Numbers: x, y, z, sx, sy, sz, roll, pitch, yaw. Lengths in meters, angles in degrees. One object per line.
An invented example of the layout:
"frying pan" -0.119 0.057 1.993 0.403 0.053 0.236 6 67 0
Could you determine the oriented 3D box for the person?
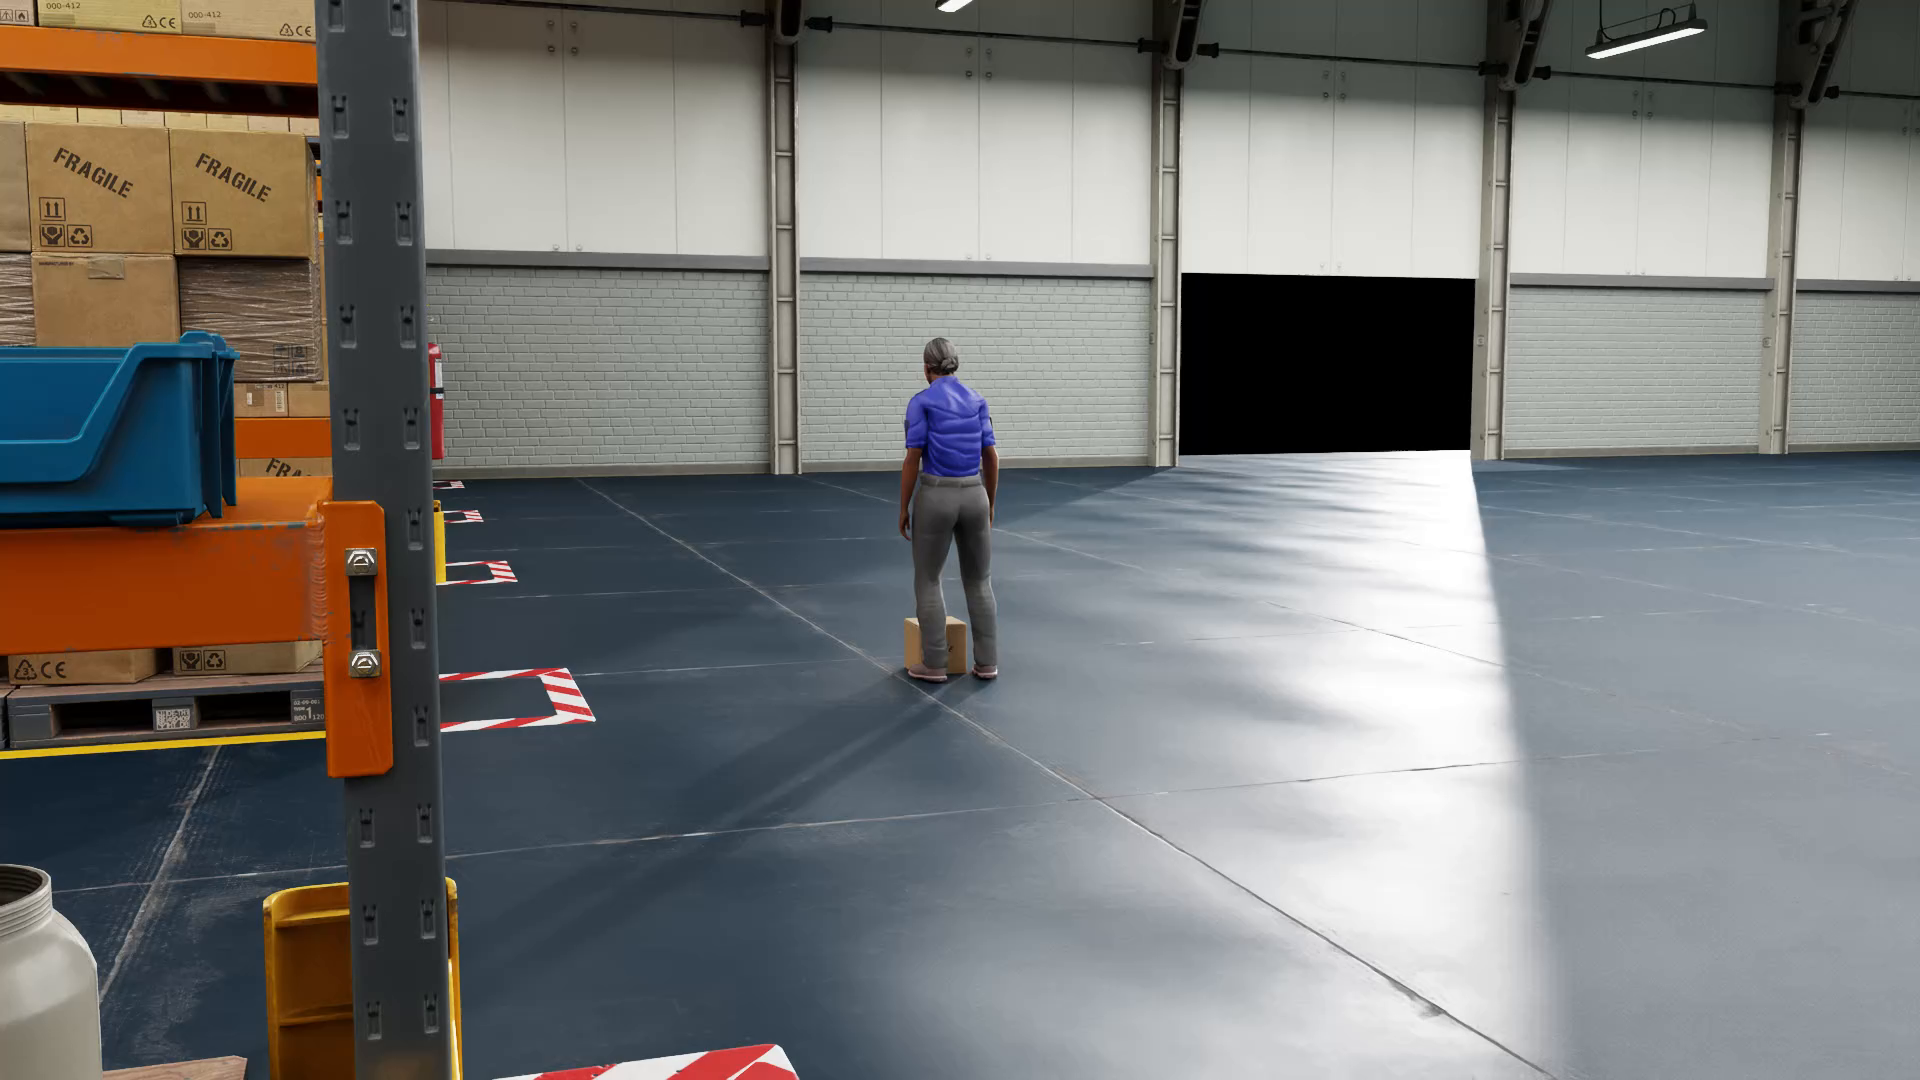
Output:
"person" -0.042 -0.141 8.028 0.532 1.641 0.348 -2 6 -22
